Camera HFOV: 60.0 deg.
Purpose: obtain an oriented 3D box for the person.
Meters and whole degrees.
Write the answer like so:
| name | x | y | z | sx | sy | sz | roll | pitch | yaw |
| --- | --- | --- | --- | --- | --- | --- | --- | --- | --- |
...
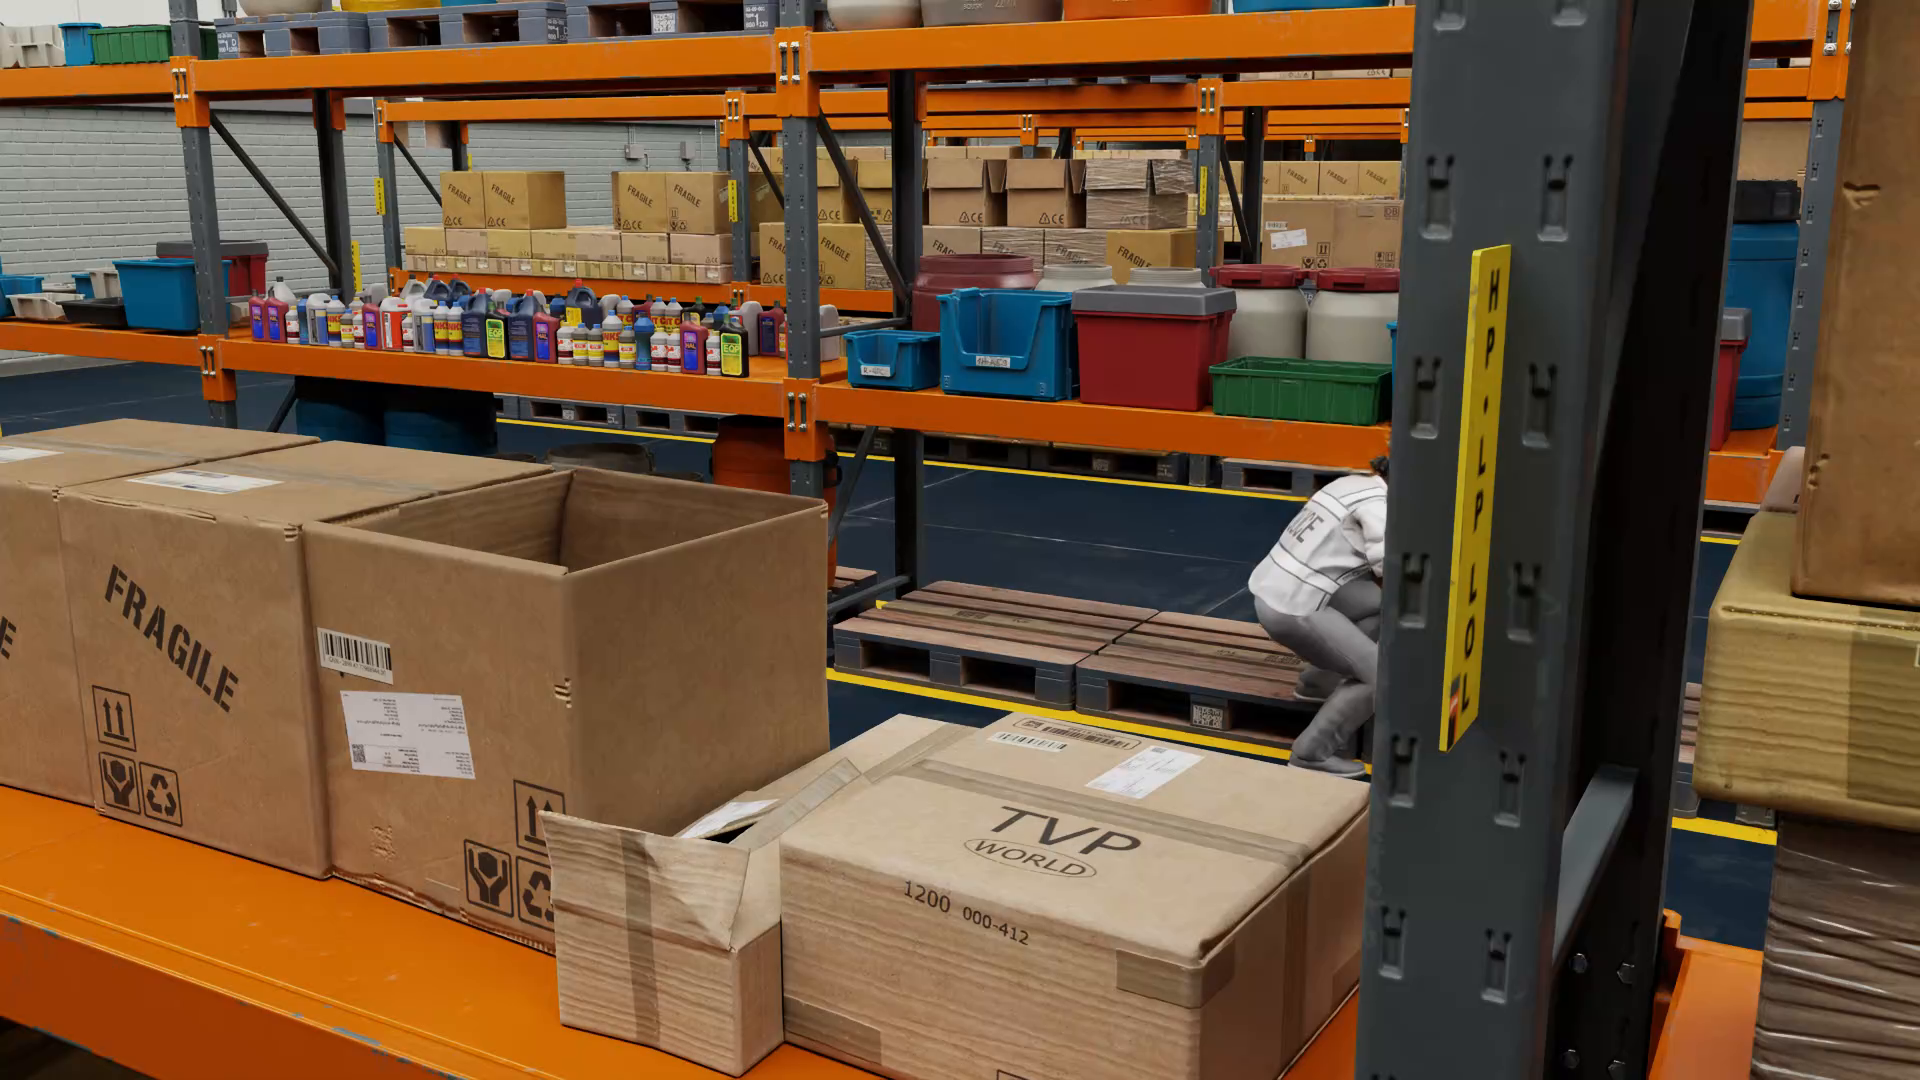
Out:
| name | x | y | z | sx | sy | sz | roll | pitch | yaw |
| --- | --- | --- | --- | --- | --- | --- | --- | --- | --- |
| person | 1.465 | 0.242 | 6.322 | 0.742 | 1.267 | 0.502 | 1 | 13 | 4 |
